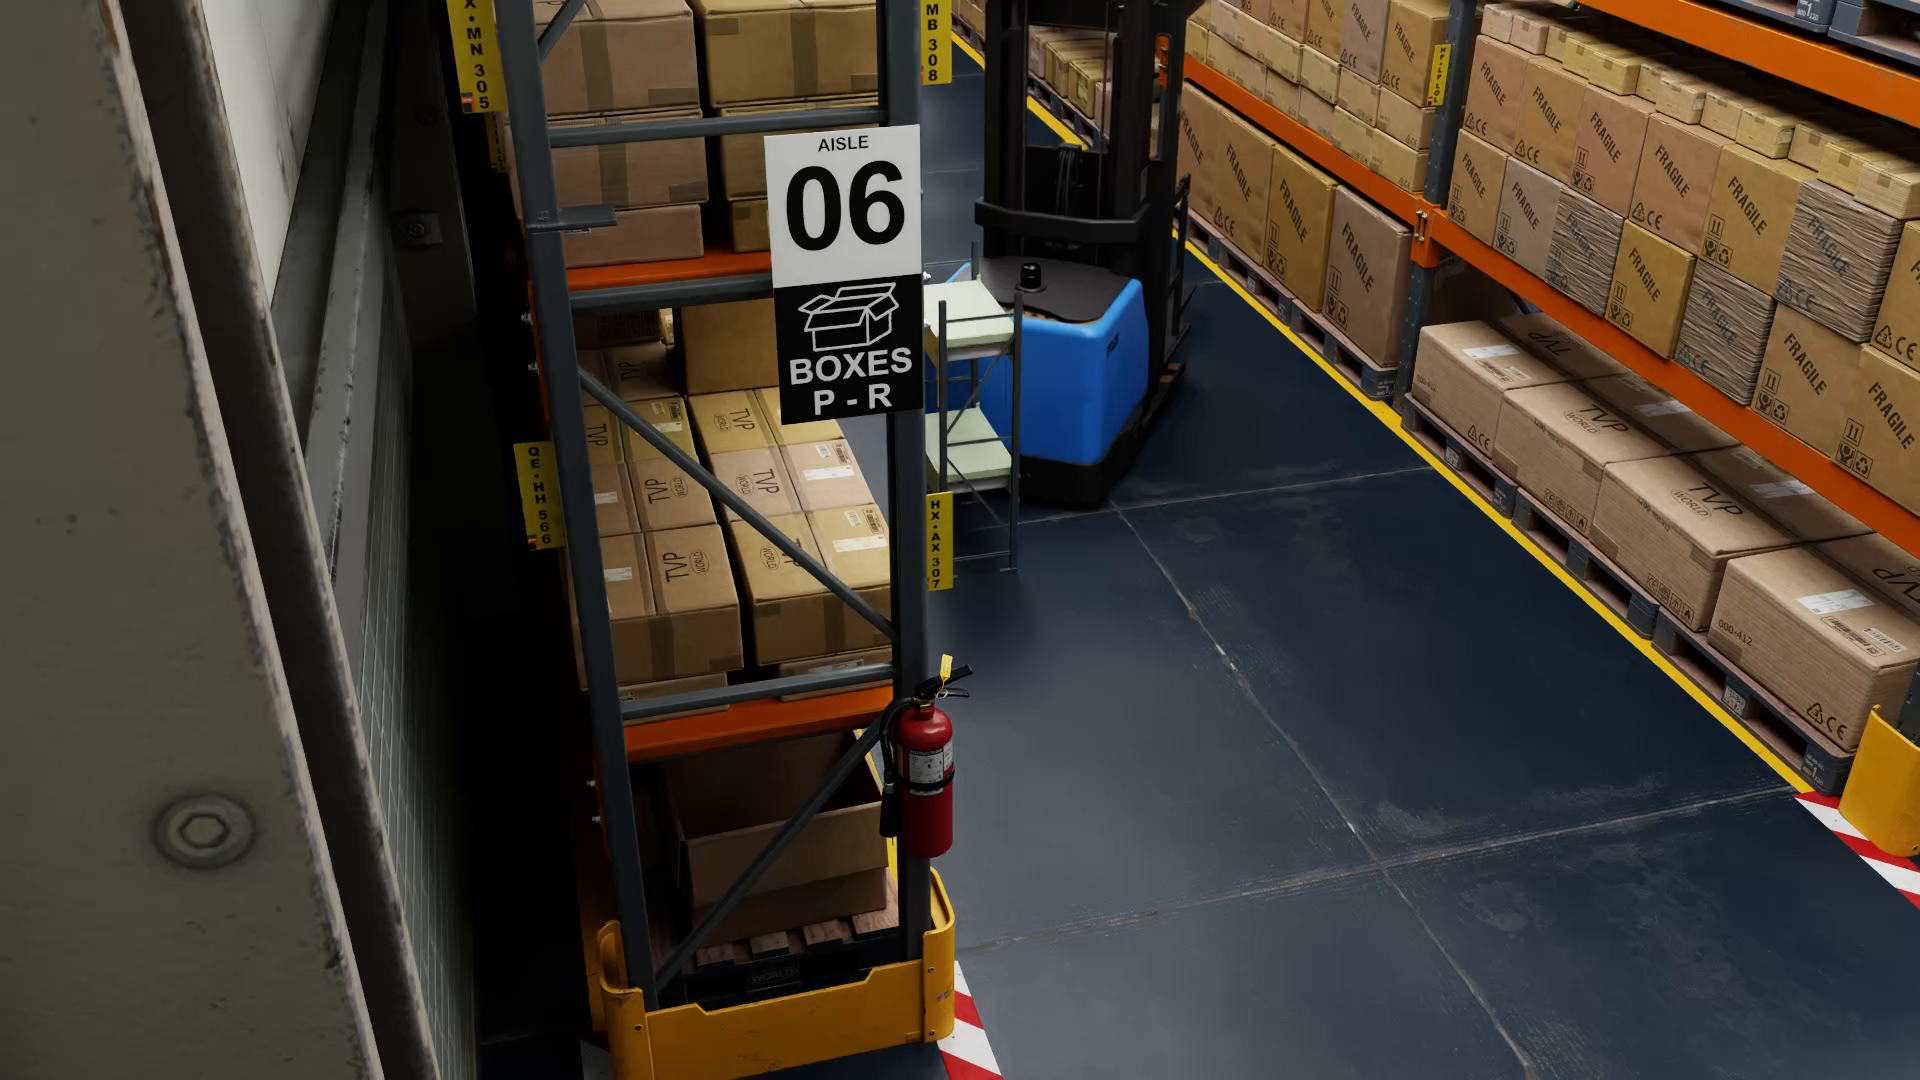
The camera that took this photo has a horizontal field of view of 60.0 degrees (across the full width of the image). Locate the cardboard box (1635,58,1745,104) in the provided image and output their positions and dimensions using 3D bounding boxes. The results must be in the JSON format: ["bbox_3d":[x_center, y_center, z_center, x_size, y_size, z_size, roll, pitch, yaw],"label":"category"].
[{"bbox_3d":[3.351,-2.098,7.635,0.380,0.149,0.250,-8,31,-13],"label":"cardboard box"}]

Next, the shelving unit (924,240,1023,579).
[{"bbox_3d":[-0.002,-0.652,8.380,0.431,1.500,0.755,-8,31,-13],"label":"shelving unit"}]

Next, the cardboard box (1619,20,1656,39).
[{"bbox_3d":[3.541,-2.526,8.374,0.380,0.149,0.250,-8,31,-13],"label":"cardboard box"}]

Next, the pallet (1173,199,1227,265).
[{"bbox_3d":[2.205,-2.473,12.812,1.003,0.211,1.213,-8,31,-13],"label":"pallet"}]

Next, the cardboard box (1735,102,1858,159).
[{"bbox_3d":[3.512,-1.719,6.981,0.380,0.149,0.250,-7,31,-12],"label":"cardboard box"}]

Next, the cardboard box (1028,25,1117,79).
[{"bbox_3d":[1.148,-4.794,16.242,0.950,0.372,0.625,-7,31,-13],"label":"cardboard box"}]

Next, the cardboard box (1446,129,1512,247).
[{"bbox_3d":[3.002,-1.921,8.974,0.500,0.500,0.500,-7,31,-12],"label":"cardboard box"}]

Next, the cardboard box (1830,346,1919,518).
[{"bbox_3d":[3.809,-0.448,6.430,0.500,0.500,0.500,-8,31,-13],"label":"cardboard box"}]

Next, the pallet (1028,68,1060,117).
[{"bbox_3d":[1.215,-4.420,16.176,1.003,0.211,1.213,-8,31,-13],"label":"pallet"}]

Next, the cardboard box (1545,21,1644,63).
[{"bbox_3d":[3.156,-2.469,8.276,0.380,0.149,0.250,-8,31,-14],"label":"cardboard box"}]

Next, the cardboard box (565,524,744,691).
[{"bbox_3d":[-0.971,0.204,5.256,0.500,0.250,0.500,-7,31,-12],"label":"cardboard box"}]

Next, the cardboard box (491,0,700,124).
[{"bbox_3d":[-0.980,-1.301,4.363,0.500,0.250,0.500,-9,31,-15],"label":"cardboard box"}]

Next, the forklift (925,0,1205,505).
[{"bbox_3d":[0.767,-2.183,9.595,1.130,2.935,3.031,11,32,18],"label":"forklift"}]

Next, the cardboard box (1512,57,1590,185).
[{"bbox_3d":[3.151,-2.108,8.299,0.500,0.500,0.500,-8,31,-14],"label":"cardboard box"}]

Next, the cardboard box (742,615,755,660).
[{"bbox_3d":[-0.528,0.252,5.572,0.380,0.149,0.250,-7,31,-12],"label":"cardboard box"}]

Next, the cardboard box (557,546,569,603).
[{"bbox_3d":[-1.221,0.073,5.880,0.380,0.149,0.250,-8,31,-13],"label":"cardboard box"}]

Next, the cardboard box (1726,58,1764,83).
[{"bbox_3d":[3.797,-2.163,7.748,0.380,0.149,0.250,-8,31,-14],"label":"cardboard box"}]

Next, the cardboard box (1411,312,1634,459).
[{"bbox_3d":[3.193,-0.894,9.439,0.875,0.438,0.875,-8,31,-14],"label":"cardboard box"}]

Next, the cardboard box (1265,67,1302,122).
[{"bbox_3d":[2.377,-2.998,11.085,0.500,0.250,0.500,-8,31,-13],"label":"cardboard box"}]

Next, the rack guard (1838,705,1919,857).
[{"bbox_3d":[4.198,0.887,6.719,1.175,0.500,0.348,-8,31,-13],"label":"rack guard"}]

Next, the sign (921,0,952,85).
[{"bbox_3d":[-0.070,-1.294,4.124,0.100,0.325,0.005,-8,31,-13],"label":"sign"}]

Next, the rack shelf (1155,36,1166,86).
[{"bbox_3d":[1.538,-4.725,14.638,1.077,0.370,4.000,-8,31,-13],"label":"rack shelf"}]

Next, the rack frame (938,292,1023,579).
[{"bbox_3d":[0.095,-0.476,8.074,0.400,1.500,0.023,-8,31,-13],"label":"rack frame"}]

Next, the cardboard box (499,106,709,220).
[{"bbox_3d":[-0.973,-1.086,4.490,0.500,0.250,0.500,-8,31,-14],"label":"cardboard box"}]

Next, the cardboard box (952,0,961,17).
[{"bbox_3d":[0.178,-5.991,18.431,0.500,0.250,0.500,-6,31,-10],"label":"cardboard box"}]

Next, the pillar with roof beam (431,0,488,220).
[{"bbox_3d":[0.219,-7.088,12.012,9.100,9.000,0.400,-8,31,-13],"label":"pillar with roof beam"}]

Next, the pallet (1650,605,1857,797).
[{"bbox_3d":[3.904,0.624,7.461,1.003,0.211,1.213,-8,31,-13],"label":"pallet"}]

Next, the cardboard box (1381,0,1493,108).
[{"bbox_3d":[2.769,-2.797,9.490,0.500,0.500,0.500,-7,31,-12],"label":"cardboard box"}]

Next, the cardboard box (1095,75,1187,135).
[{"bbox_3d":[1.724,-3.745,14.429,0.950,0.372,0.625,-8,31,-14],"label":"cardboard box"}]

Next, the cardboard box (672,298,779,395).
[{"bbox_3d":[-0.852,-0.913,6.437,0.500,0.500,0.500,-7,31,-12],"label":"cardboard box"}]

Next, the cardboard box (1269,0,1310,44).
[{"bbox_3d":[2.358,-3.542,10.777,0.500,0.500,0.500,-7,31,-12],"label":"cardboard box"}]

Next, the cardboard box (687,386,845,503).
[{"bbox_3d":[-0.725,-0.352,6.216,0.500,0.250,0.500,-8,31,-14],"label":"cardboard box"}]

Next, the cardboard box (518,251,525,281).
[{"bbox_3d":[-2.474,-1.526,10.468,0.500,0.500,0.500,-9,31,-15],"label":"cardboard box"}]

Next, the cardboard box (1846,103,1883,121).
[{"bbox_3d":[4.034,-1.800,7.121,0.380,0.149,0.250,-8,31,-13],"label":"cardboard box"}]

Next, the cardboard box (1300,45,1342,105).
[{"bbox_3d":[2.496,-2.961,10.521,0.500,0.250,0.500,-7,31,-12],"label":"cardboard box"}]

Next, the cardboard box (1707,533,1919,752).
[{"bbox_3d":[3.920,0.415,7.178,0.875,0.438,0.875,-9,31,-15],"label":"cardboard box"}]

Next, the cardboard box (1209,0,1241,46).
[{"bbox_3d":[2.101,-3.695,11.790,0.500,0.250,0.500,-7,31,-12],"label":"cardboard box"}]

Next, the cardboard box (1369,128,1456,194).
[{"bbox_3d":[2.768,-2.257,9.805,0.500,0.250,0.500,-9,31,-14],"label":"cardboard box"}]

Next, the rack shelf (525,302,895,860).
[{"bbox_3d":[-1.124,-0.200,6.819,1.077,0.370,4.000,-8,31,-13],"label":"rack shelf"}]

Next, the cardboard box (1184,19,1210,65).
[{"bbox_3d":[1.956,-3.736,12.360,0.500,0.250,0.500,-8,31,-14],"label":"cardboard box"}]

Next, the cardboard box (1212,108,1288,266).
[{"bbox_3d":[2.404,-2.557,11.875,0.875,0.875,0.875,-7,31,-13],"label":"cardboard box"}]

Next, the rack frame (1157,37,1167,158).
[{"bbox_3d":[2.068,-4.071,12.789,1.000,3.000,0.127,-8,31,-13],"label":"rack frame"}]

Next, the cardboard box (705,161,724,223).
[{"bbox_3d":[-0.548,-1.043,4.813,0.380,0.149,0.250,-7,31,-12],"label":"cardboard box"}]

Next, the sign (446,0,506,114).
[{"bbox_3d":[-1.133,-1.162,3.886,0.100,0.325,0.005,-8,31,-13],"label":"sign"}]

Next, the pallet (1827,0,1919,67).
[{"bbox_3d":[3.985,-1.824,6.001,1.003,0.211,1.213,-8,31,-13],"label":"pallet"}]

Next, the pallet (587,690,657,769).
[{"bbox_3d":[-1.146,0.652,7.413,1.003,0.211,1.213,-8,31,-13],"label":"pallet"}]

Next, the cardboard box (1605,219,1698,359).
[{"bbox_3d":[3.394,-1.187,7.707,0.500,0.500,0.500,-7,31,-12],"label":"cardboard box"}]

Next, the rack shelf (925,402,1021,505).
[{"bbox_3d":[-0.002,-0.370,8.543,0.431,0.370,0.720,-8,31,-13],"label":"rack shelf"}]

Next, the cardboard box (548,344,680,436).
[{"bbox_3d":[-1.372,-0.537,6.537,0.500,0.250,0.500,-8,31,-13],"label":"cardboard box"}]

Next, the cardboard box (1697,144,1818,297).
[{"bbox_3d":[3.539,-1.372,7.028,0.500,0.500,0.500,-8,31,-14],"label":"cardboard box"}]

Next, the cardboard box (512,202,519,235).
[{"bbox_3d":[-2.708,-2.111,10.832,0.380,0.149,0.250,-9,31,-16],"label":"cardboard box"}]

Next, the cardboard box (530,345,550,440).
[{"bbox_3d":[-2.070,-0.775,9.170,0.500,0.500,0.500,-8,31,-14],"label":"cardboard box"}]

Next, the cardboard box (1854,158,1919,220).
[{"bbox_3d":[3.663,-1.343,6.331,0.380,0.149,0.250,-8,31,-14],"label":"cardboard box"}]
